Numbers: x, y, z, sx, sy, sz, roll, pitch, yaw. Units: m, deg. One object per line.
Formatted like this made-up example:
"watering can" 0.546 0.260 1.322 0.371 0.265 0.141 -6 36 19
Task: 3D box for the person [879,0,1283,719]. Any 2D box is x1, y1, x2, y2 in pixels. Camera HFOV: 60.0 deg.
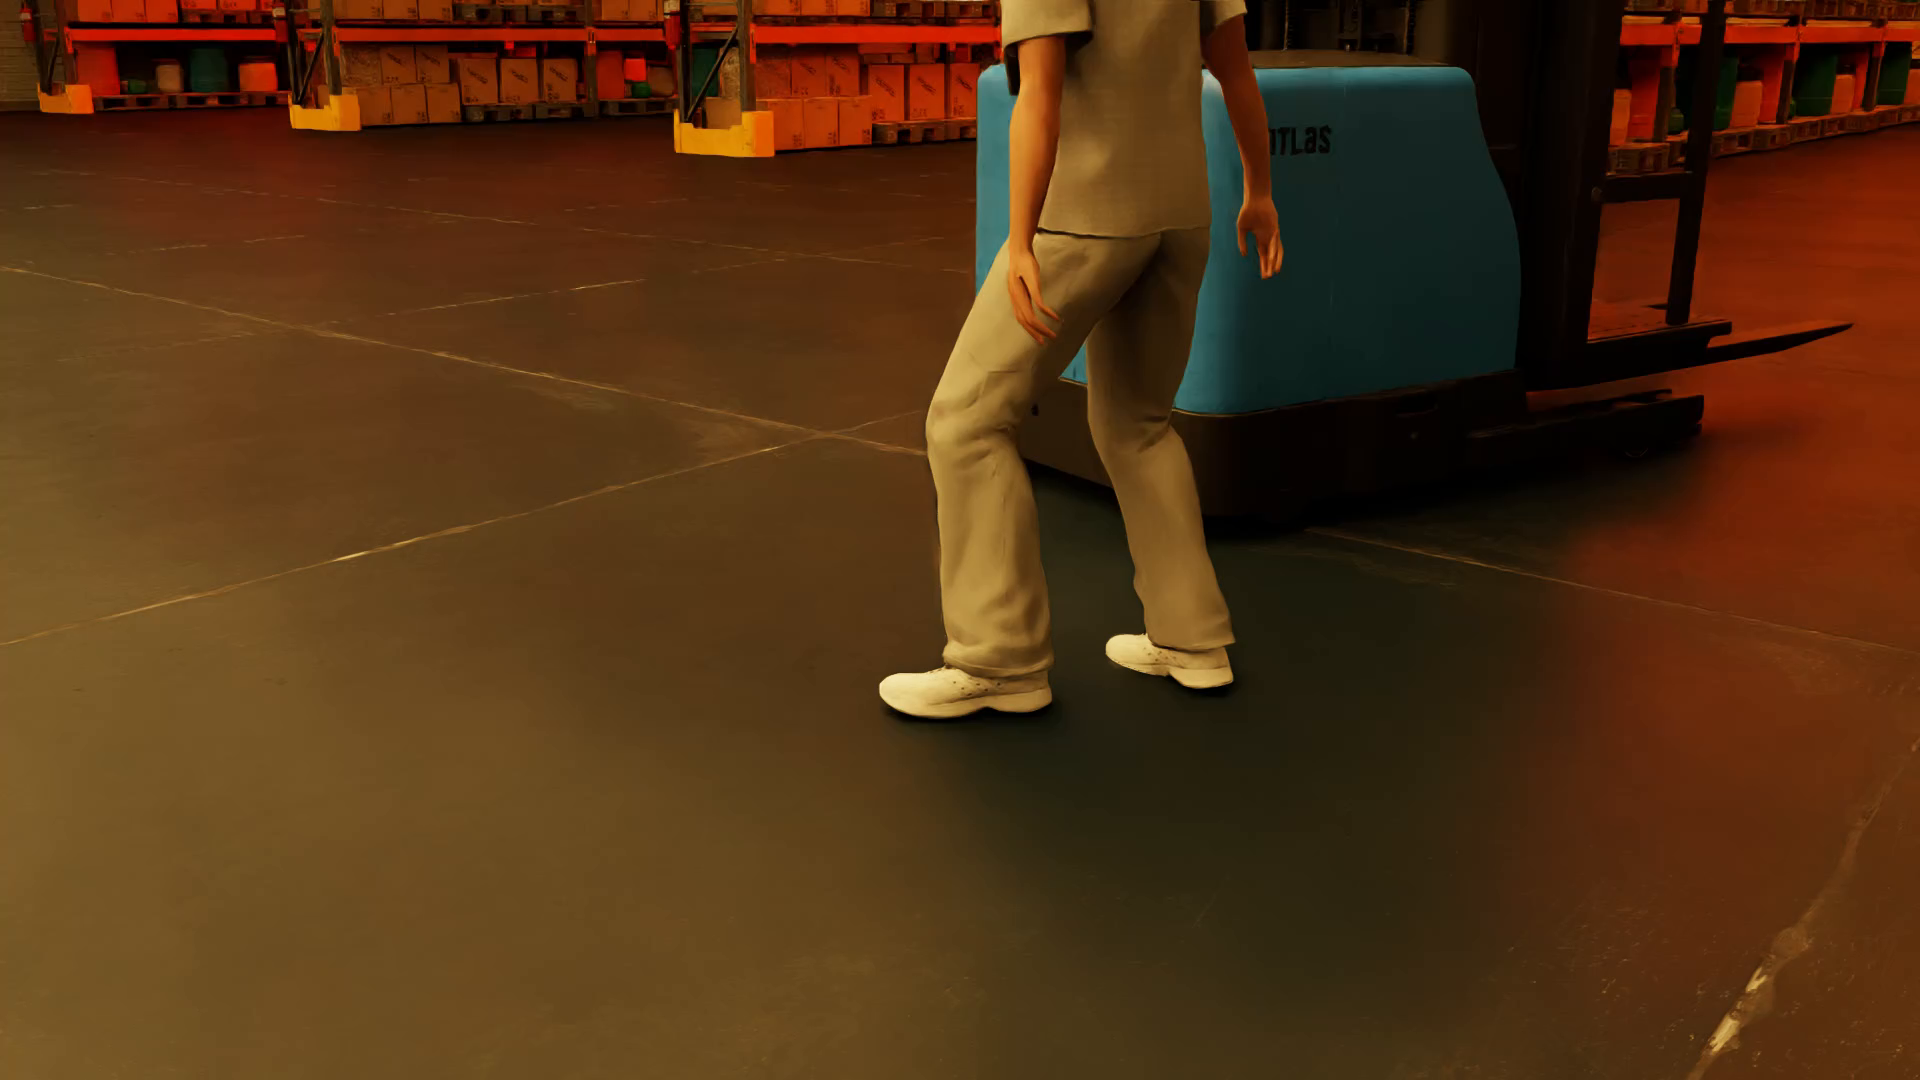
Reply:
"person" 0.249 -0.507 2.843 0.794 1.645 0.401 -13 21 -37

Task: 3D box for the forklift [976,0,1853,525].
"forklift" 1.538 -1.746 4.649 3.031 2.935 1.130 -11 20 -32
